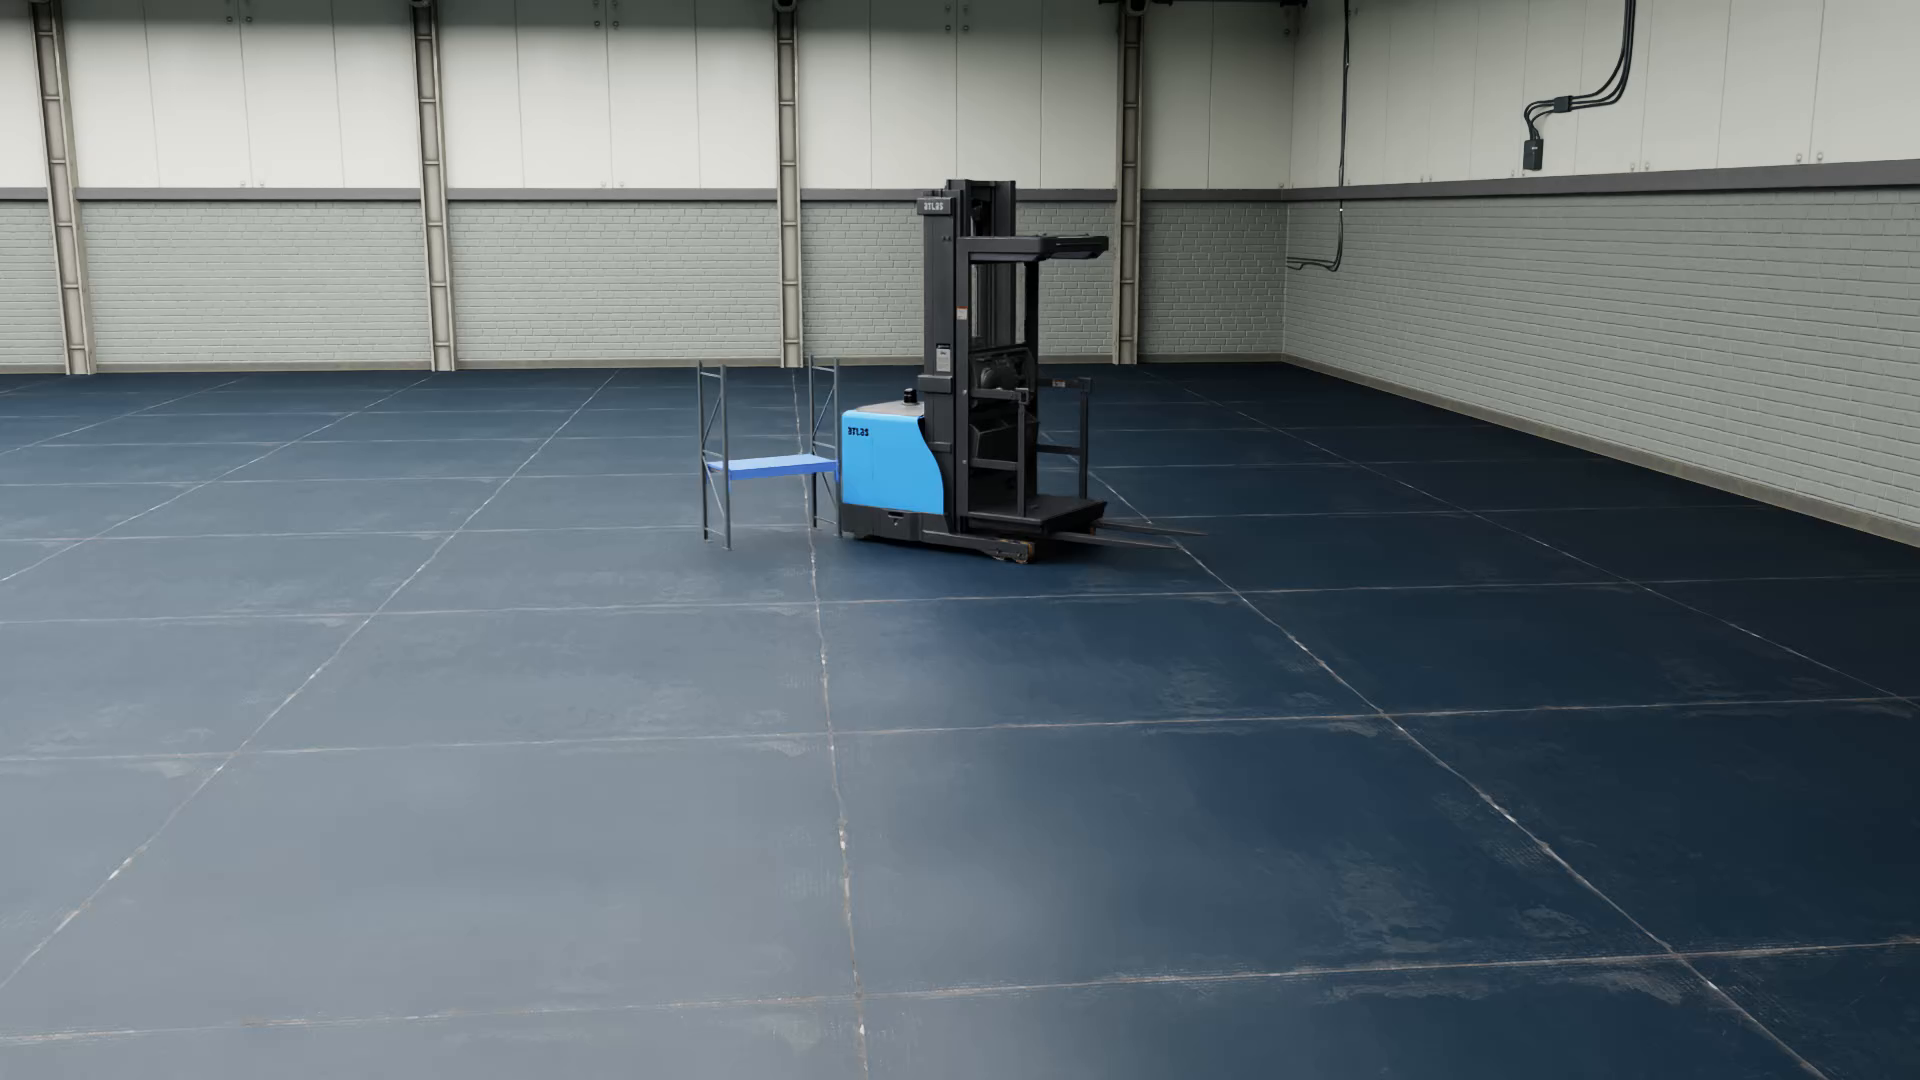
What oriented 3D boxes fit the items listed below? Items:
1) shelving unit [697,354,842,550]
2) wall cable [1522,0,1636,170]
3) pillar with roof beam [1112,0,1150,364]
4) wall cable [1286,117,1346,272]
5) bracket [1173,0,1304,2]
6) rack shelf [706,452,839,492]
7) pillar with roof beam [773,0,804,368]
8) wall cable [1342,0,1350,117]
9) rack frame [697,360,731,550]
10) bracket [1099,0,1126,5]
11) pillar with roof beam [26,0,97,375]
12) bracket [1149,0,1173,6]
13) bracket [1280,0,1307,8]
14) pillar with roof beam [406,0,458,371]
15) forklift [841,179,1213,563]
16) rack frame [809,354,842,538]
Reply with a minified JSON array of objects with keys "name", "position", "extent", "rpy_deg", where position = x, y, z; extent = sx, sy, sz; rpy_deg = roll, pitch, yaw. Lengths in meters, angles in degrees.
[{"name":"shelving unit","position":[-1.568,-0.746,13.774],"extent":[1.048,1.500,0.538],"rpy_deg":[-7,13,-31]},{"name":"wall cable","position":[7.065,-7.272,18.715],"extent":[0.169,6.003,2.305],"rpy_deg":[-1,11,-6]},{"name":"pillar with roof beam","position":[3.449,-6.791,25.084],"extent":[0.548,9.000,9.100],"rpy_deg":[-1,11,-6]},{"name":"wall cable","position":[6.056,-5.901,28.605],"extent":[0.112,2.526,3.097],"rpy_deg":[-1,11,-6]},{"name":"bracket","position":[5.204,-9.361,28.822],"extent":[3.189,0.066,0.076],"rpy_deg":[-1,11,-6]},{"name":"rack shelf","position":[-1.568,-0.569,13.808],"extent":[1.000,0.185,0.538],"rpy_deg":[-7,13,-31]},{"name":"pillar with roof beam","position":[-2.516,-6.666,24.448],"extent":[0.548,9.000,9.100],"rpy_deg":[-1,11,-6]},{"name":"wall cable","position":[6.348,-7.860,25.479],"extent":[0.112,2.526,3.097],"rpy_deg":[-1,11,-6]},{"name":"rack frame","position":[-1.999,-0.694,13.509],"extent":[0.032,1.500,0.500],"rpy_deg":[-7,13,-31]},{"name":"bracket","position":[2.610,-9.306,28.546],"extent":[0.430,0.232,0.235],"rpy_deg":[-1,11,-6]},{"name":"pillar with roof beam","position":[-14.446,-6.416,23.177],"extent":[0.548,9.000,9.100],"rpy_deg":[-1,11,-6]},{"name":"bracket","position":[3.435,-9.323,28.634],"extent":[0.430,0.232,0.235],"rpy_deg":[-1,11,-6]},{"name":"bracket","position":[5.791,-9.373,28.885],"extent":[0.430,0.232,0.235],"rpy_deg":[-1,11,-6]},{"name":"pillar with roof beam","position":[-8.481,-6.541,23.812],"extent":[0.548,9.000,9.100],"rpy_deg":[-1,11,-6]},{"name":"forklift","position":[0.525,-1.373,13.252],"extent":[3.031,2.935,1.130],"rpy_deg":[7,13,32]},{"name":"rack frame","position":[-1.138,-0.798,14.039],"extent":[0.032,1.500,0.500],"rpy_deg":[-7,13,-31]}]
